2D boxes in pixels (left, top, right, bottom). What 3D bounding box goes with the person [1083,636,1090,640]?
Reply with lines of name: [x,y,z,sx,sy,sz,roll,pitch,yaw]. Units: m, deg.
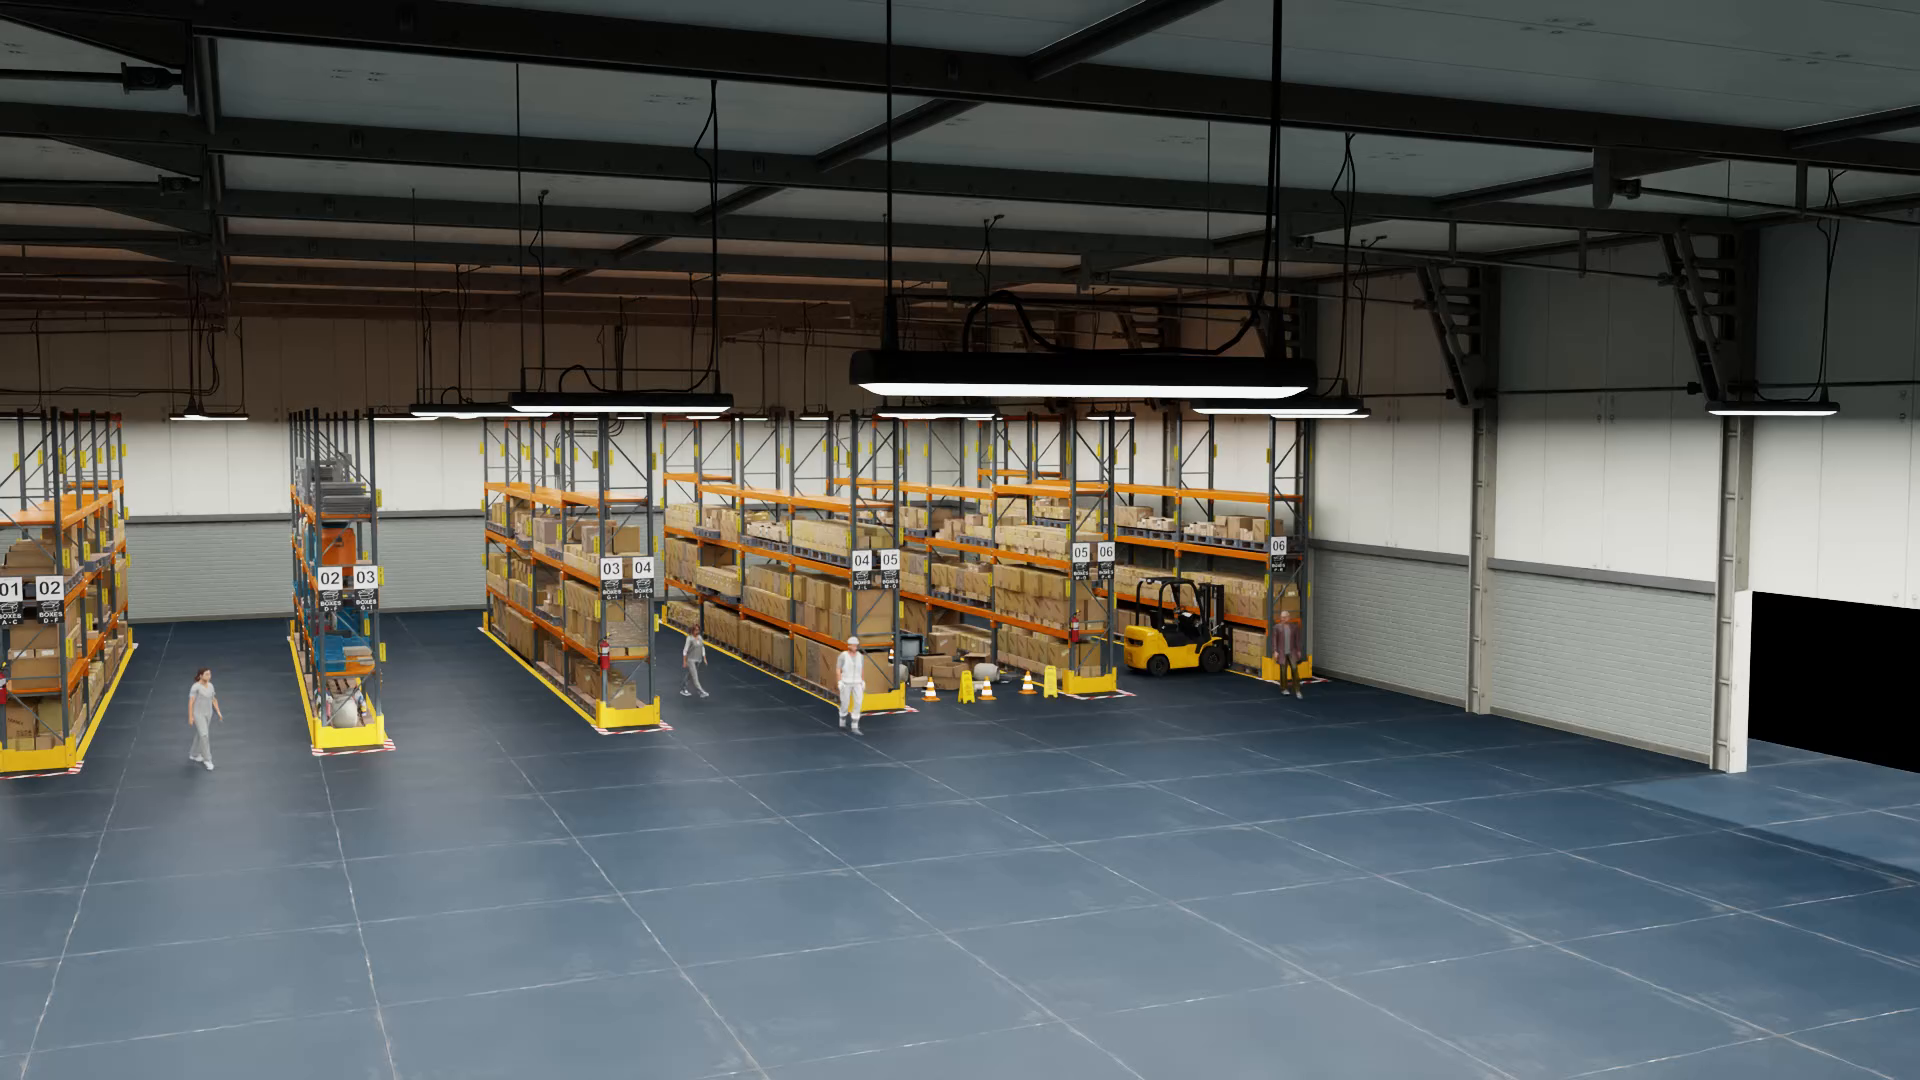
person: [2.993,2.023,40.387,0.572,1.819,0.556,-2,5,-31]

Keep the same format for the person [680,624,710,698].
person: [-5.487,2.566,34.552,1.021,1.422,0.430,3,5,34]

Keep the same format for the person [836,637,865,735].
person: [-1.997,2.690,30.880,0.641,1.784,0.775,-2,5,-28]

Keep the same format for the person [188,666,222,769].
person: [-12.666,2.947,27.835,0.857,1.667,0.504,2,5,32]

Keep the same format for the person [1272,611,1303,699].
person: [6.870,2.403,34.883,0.651,1.804,0.669,1,4,9]
